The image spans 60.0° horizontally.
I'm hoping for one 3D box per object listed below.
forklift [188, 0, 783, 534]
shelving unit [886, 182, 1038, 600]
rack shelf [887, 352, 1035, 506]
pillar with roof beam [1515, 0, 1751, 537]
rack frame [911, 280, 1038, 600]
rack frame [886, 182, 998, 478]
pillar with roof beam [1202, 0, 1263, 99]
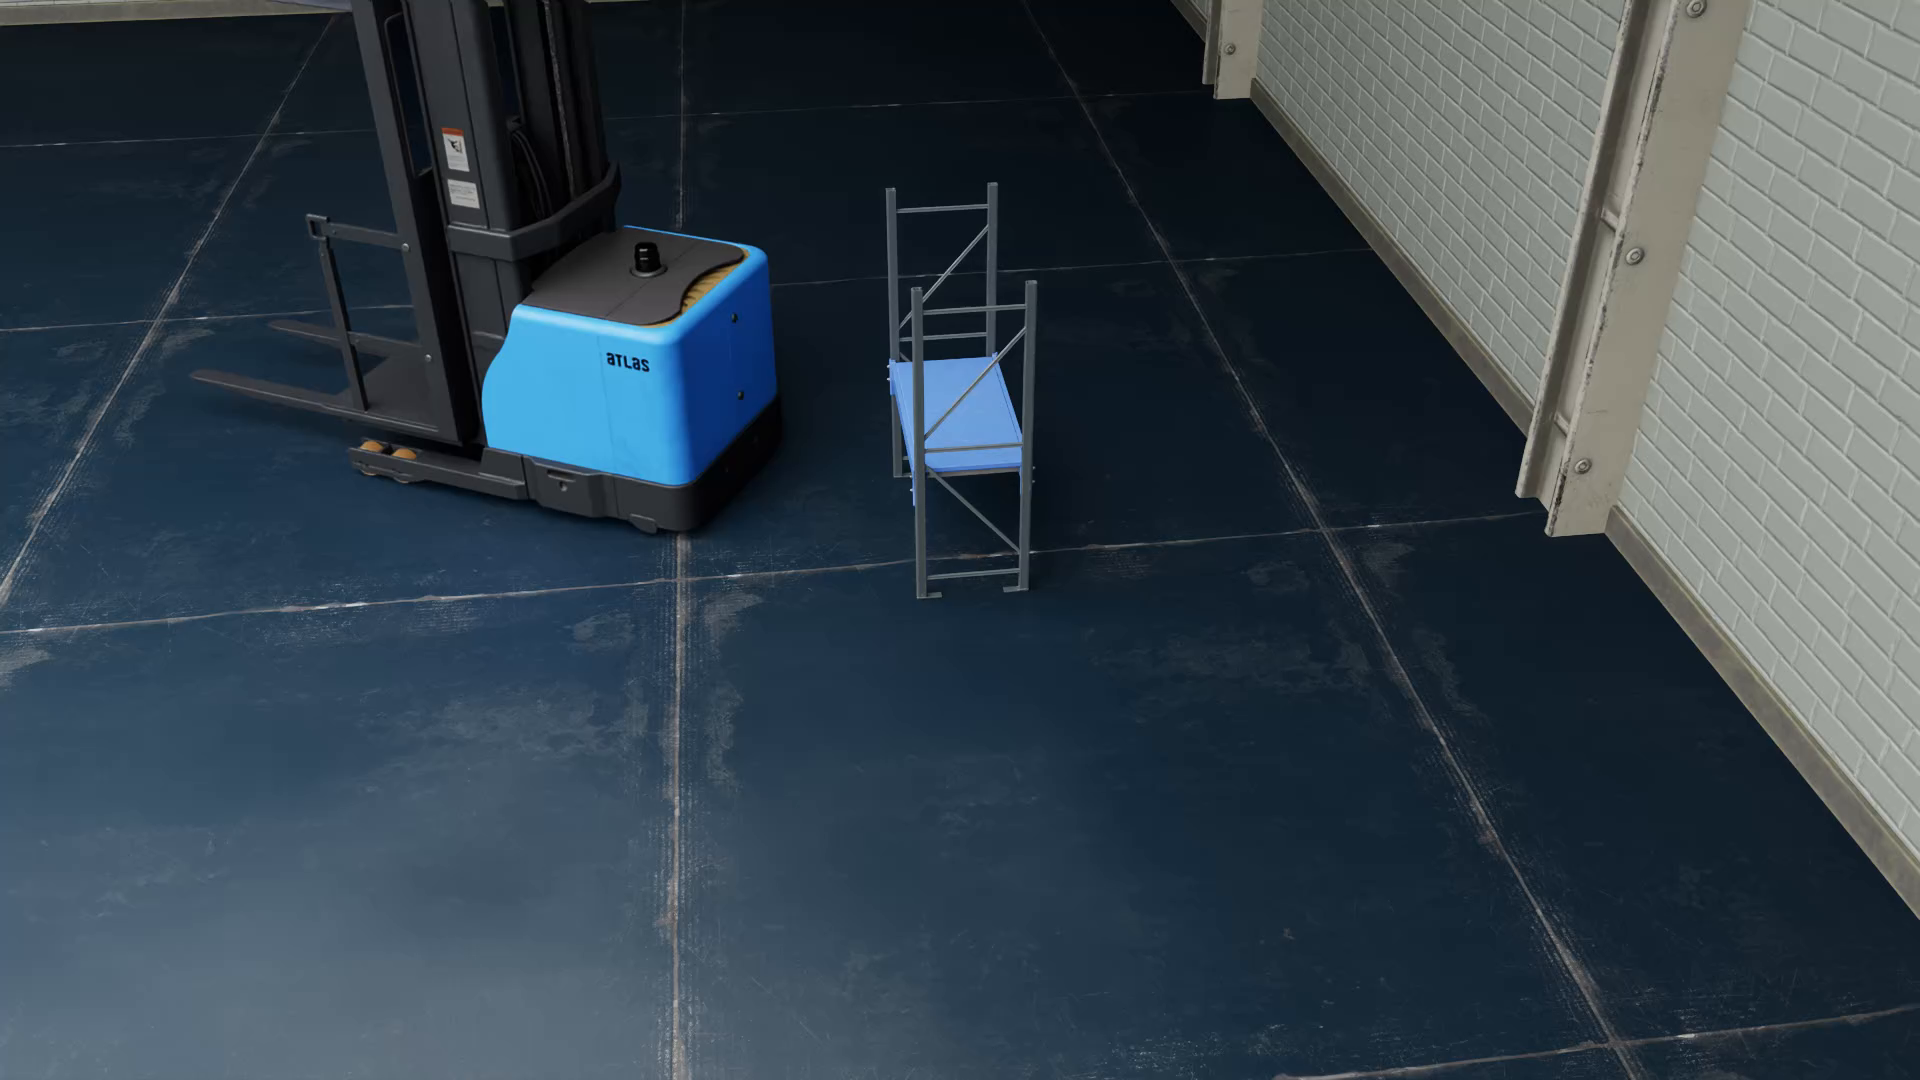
[{"bbox_3d":[-2.466,-1.754,7.721,3.031,2.935,1.130,12,36,17],"label":"forklift"},{"bbox_3d":[-0.011,-0.667,7.397,0.538,1.500,1.048,-4,35,-6],"label":"shelving unit"},{"bbox_3d":[-0.011,-0.519,7.499,0.538,0.185,1.000,-4,35,-6],"label":"rack shelf"},{"bbox_3d":[-1.387,-3.529,4.938,9.100,9.000,0.400,-4,35,-6],"label":"pillar with roof beam"},{"bbox_3d":[0.057,-0.384,6.981,0.500,1.500,0.032,-4,35,-6],"label":"rack frame"},{"bbox_3d":[-0.080,-0.951,7.814,0.500,1.500,0.032,-4,35,-6],"label":"rack frame"},{"bbox_3d":[-2.194,-6.877,9.851,9.100,9.000,0.400,-4,35,-6],"label":"pillar with roof beam"}]
